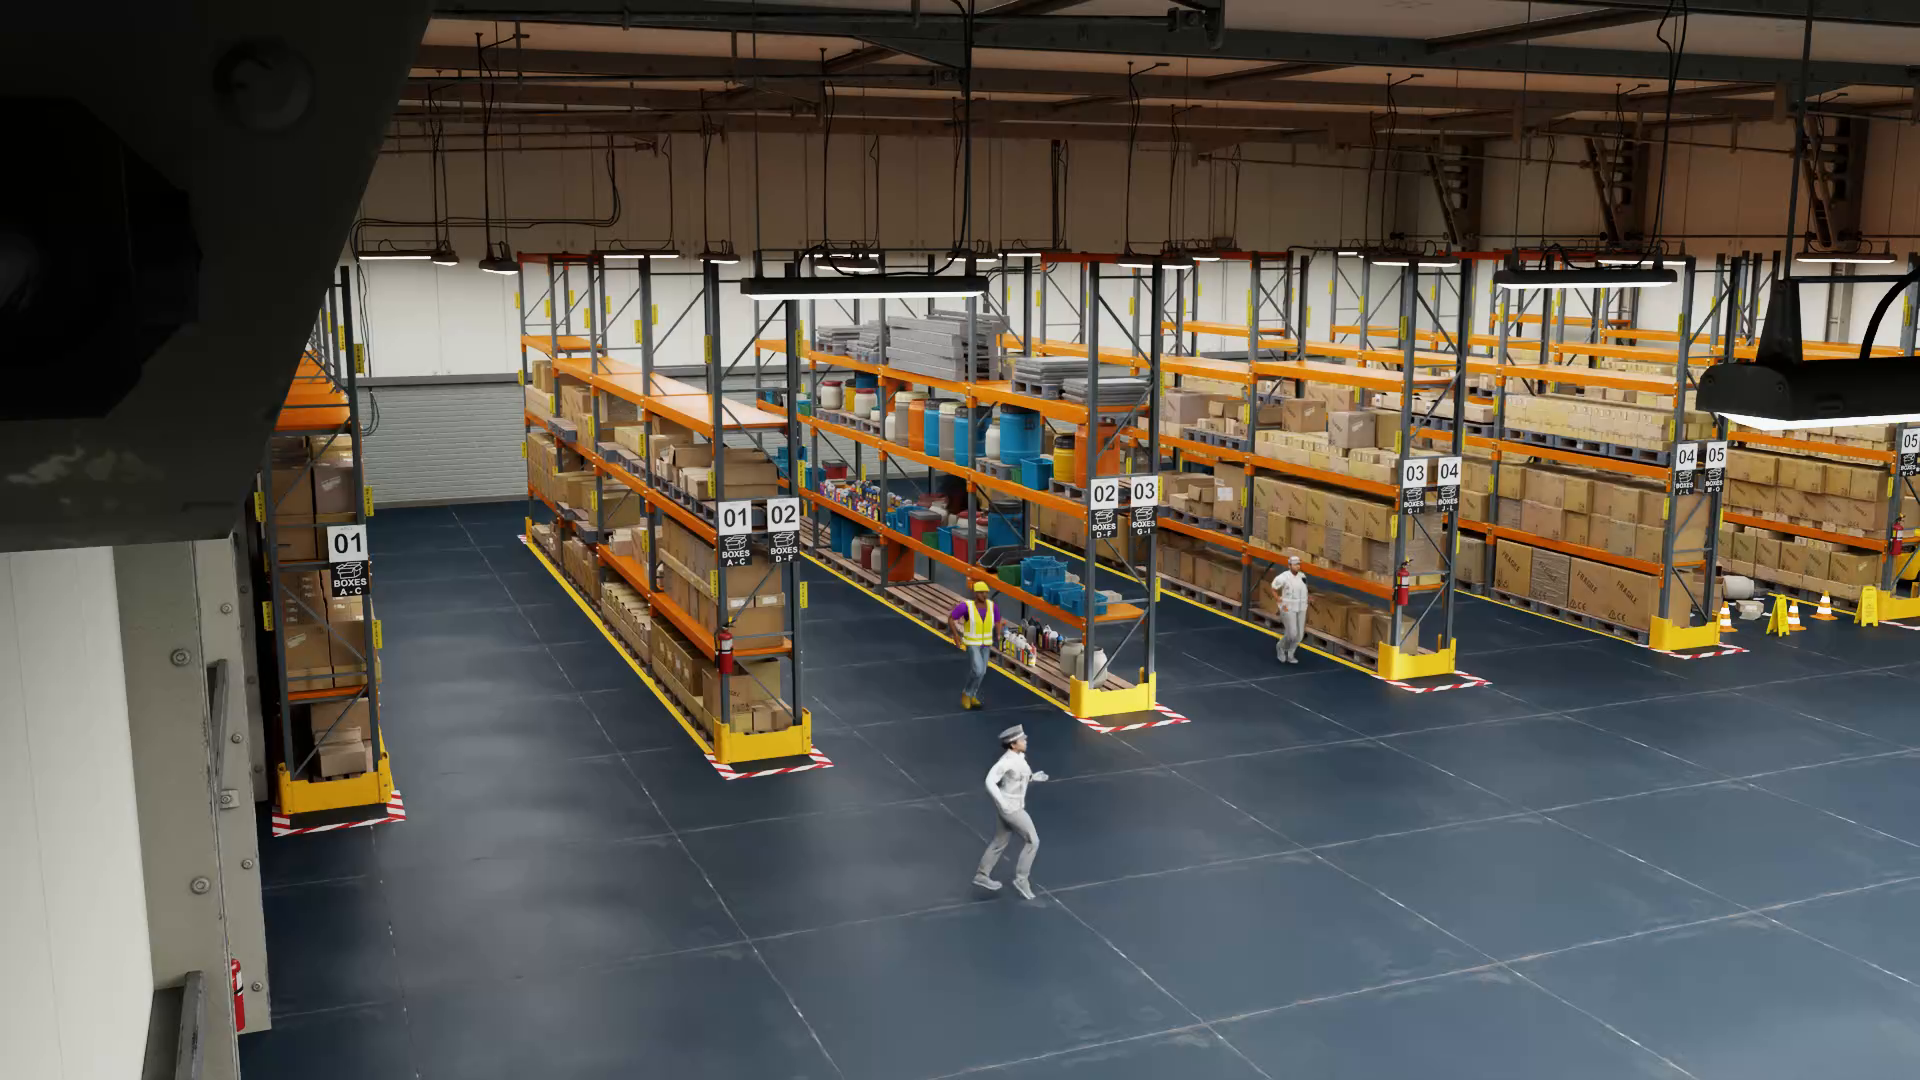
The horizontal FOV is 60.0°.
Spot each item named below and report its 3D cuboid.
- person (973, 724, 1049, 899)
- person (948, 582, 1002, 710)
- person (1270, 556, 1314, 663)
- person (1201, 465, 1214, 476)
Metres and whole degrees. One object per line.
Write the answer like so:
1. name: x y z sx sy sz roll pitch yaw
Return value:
1. person: 0.497 2.624 16.104 0.720 1.757 0.579 0 10 0
2. person: 0.262 1.421 22.454 0.697 1.754 0.666 -5 12 -27
3. person: 4.981 1.051 24.737 0.585 1.623 0.549 -5 11 -24
4. person: 6.242 -1.923 41.301 0.452 1.548 0.597 8 13 36
